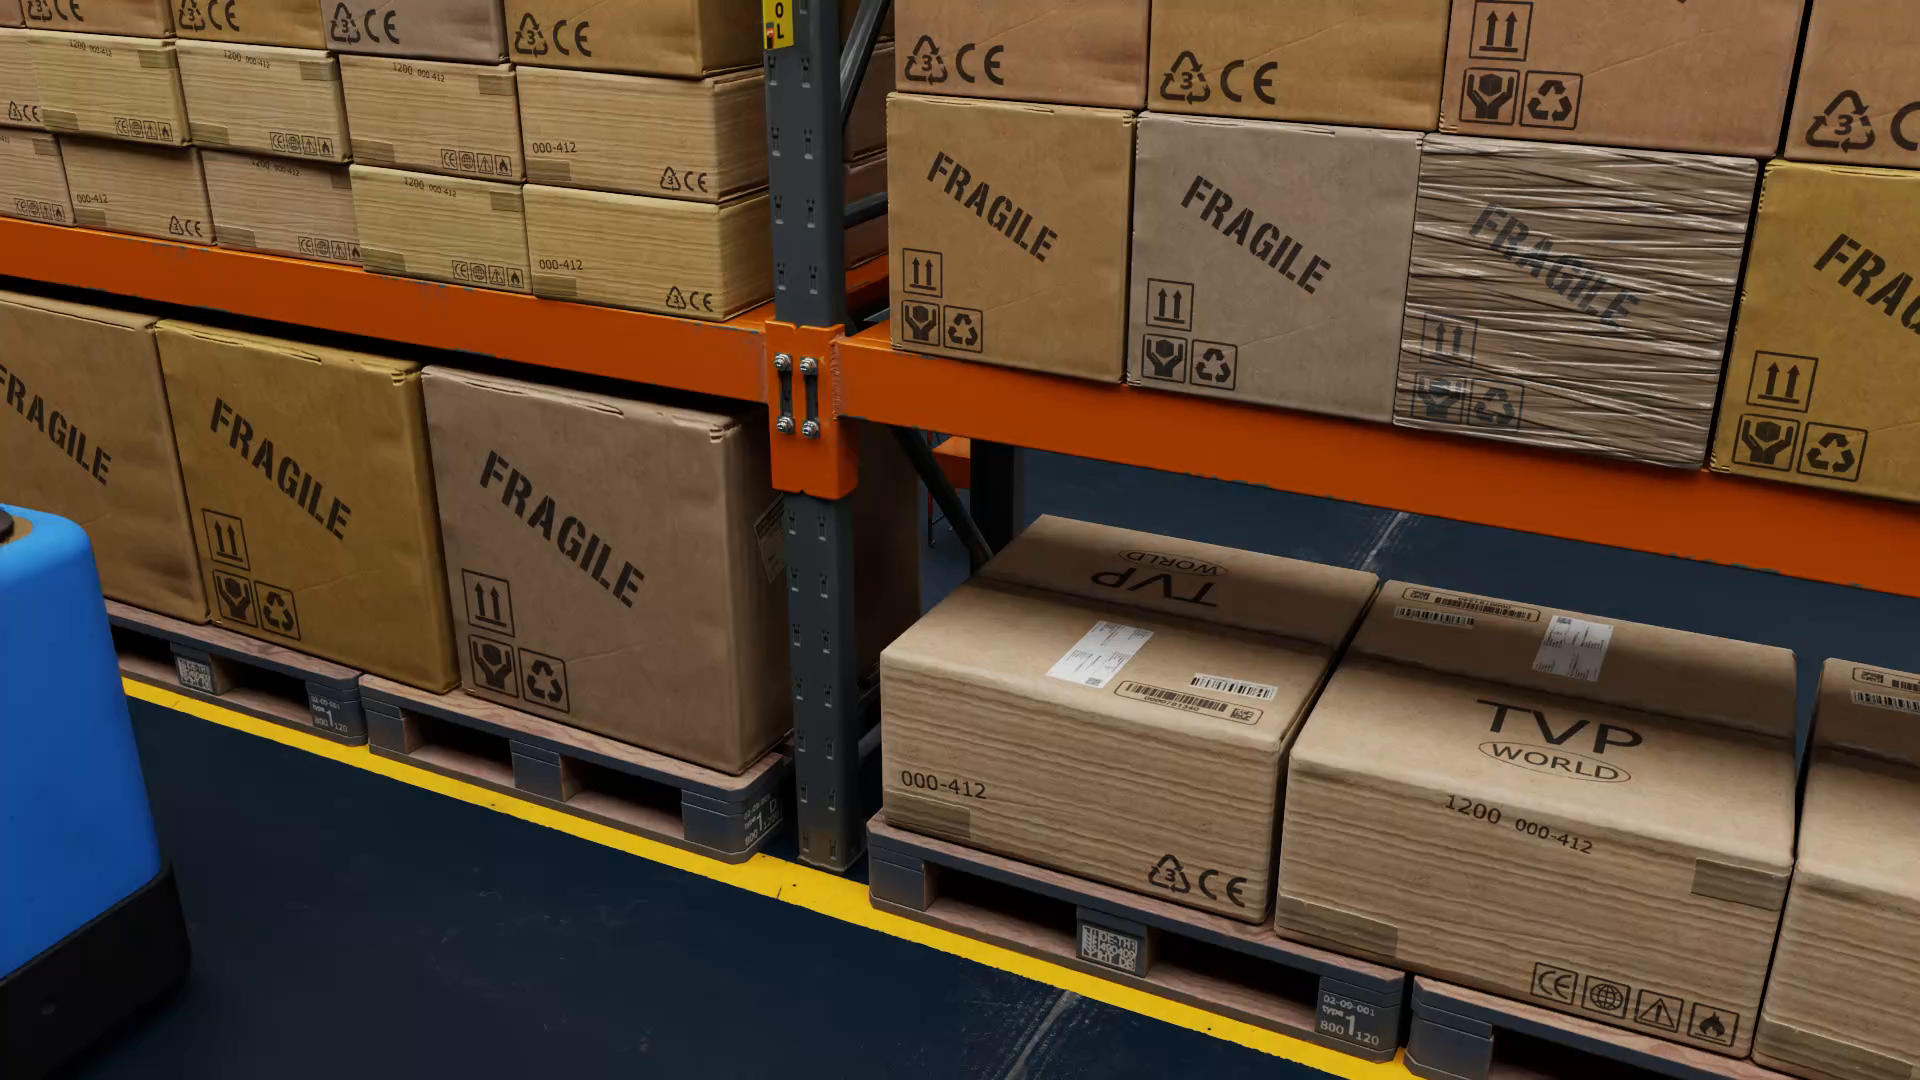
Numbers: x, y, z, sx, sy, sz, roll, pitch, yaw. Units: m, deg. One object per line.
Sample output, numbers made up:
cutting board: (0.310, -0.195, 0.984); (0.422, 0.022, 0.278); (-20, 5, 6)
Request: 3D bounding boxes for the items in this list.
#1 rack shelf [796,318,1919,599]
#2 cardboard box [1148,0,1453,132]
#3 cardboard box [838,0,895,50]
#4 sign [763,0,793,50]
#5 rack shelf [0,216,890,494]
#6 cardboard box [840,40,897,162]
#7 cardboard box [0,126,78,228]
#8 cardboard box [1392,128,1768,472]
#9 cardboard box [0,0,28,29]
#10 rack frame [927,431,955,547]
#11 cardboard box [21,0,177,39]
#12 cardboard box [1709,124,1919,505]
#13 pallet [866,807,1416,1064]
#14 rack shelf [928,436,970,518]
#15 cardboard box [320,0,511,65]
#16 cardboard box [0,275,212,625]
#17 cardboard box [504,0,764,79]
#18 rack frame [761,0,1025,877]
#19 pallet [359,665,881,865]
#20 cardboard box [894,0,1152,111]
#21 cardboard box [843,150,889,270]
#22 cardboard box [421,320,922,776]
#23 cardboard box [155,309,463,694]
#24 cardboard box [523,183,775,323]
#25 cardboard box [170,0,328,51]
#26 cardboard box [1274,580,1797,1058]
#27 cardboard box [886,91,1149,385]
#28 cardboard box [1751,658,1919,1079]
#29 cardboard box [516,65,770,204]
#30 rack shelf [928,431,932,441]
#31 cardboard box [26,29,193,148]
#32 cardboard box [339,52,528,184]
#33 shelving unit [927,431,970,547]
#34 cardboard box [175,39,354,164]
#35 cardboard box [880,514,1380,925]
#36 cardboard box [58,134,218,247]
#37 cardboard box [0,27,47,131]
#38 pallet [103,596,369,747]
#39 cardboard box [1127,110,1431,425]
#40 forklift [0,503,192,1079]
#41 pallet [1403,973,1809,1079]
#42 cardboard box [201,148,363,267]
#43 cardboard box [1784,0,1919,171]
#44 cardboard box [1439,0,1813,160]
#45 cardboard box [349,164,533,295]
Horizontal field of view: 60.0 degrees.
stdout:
rack shelf: (1.681, -0.093, 3.054); (4.000, 0.370, 1.077); (11, 25, 25)
cardboard box: (0.660, -1.023, 2.917); (0.500, 0.500, 0.500); (11, 25, 24)
cardboard box: (-0.367, -1.461, 3.947); (0.500, 0.500, 0.500); (12, 26, 25)
sign: (-0.340, -1.082, 3.083); (0.005, 0.325, 0.100); (11, 25, 25)
rack shelf: (-1.889, -0.799, 4.715); (4.000, 0.370, 1.077); (11, 25, 25)
cardboard box: (-0.369, -1.114, 4.089); (0.500, 0.250, 0.500); (10, 25, 23)
cardboard box: (-2.418, -1.061, 4.603); (0.500, 0.250, 0.500); (12, 26, 26)
cardboard box: (1.085, -0.468, 2.890); (0.500, 0.500, 0.500); (11, 26, 25)
cardboard box: (-2.442, -1.636, 4.358); (0.500, 0.500, 0.500); (12, 26, 26)
rack frame: (-0.061, -0.495, 5.573); (0.008, 1.050, 0.200); (11, 25, 25)
cardboard box: (-1.993, -1.545, 4.146); (0.500, 0.500, 0.500); (12, 26, 25)
cardboard box: (1.545, -0.377, 2.676); (0.500, 0.500, 0.500); (12, 26, 26)
pallet: (0.540, 0.668, 3.909); (1.213, 0.211, 1.003); (11, 25, 25)
rack shelf: (0.048, -0.208, 5.635); (0.240, 0.259, 0.215); (11, 25, 25)
cardboard box: (-1.081, -1.363, 3.717); (0.500, 0.500, 0.500); (12, 26, 26)
cardboard box: (-2.300, -0.389, 5.009); (0.875, 0.875, 0.875); (12, 26, 25)
cardboard box: (-0.616, -1.274, 3.508); (0.500, 0.500, 0.500); (12, 26, 26)
rack frame: (-0.104, -0.777, 3.744); (0.127, 3.000, 1.000); (11, 25, 25)
pallet: (-0.826, 0.397, 4.548); (1.213, 0.211, 1.003); (11, 25, 25)
cardboard box: (0.212, -1.114, 3.132); (0.500, 0.500, 0.500); (11, 26, 25)
cardboard box: (-0.377, -0.878, 4.173); (0.500, 0.250, 0.500); (11, 25, 23)
cardboard box: (-0.693, -0.074, 4.269); (0.875, 0.875, 0.875); (12, 26, 26)
cardboard box: (-1.503, -0.231, 4.638); (0.875, 0.875, 0.875); (12, 26, 26)
cardboard box: (-0.618, -0.699, 3.752); (0.500, 0.250, 0.500); (11, 25, 23)
cardboard box: (-1.524, -1.459, 3.943); (0.500, 0.500, 0.500); (12, 26, 26)
cardboard box: (1.207, 0.515, 3.443); (0.875, 0.438, 0.875); (10, 25, 23)
cardboard box: (0.197, -0.648, 3.314); (0.500, 0.500, 0.500); (12, 26, 26)
cardboard box: (2.011, 0.675, 3.067); (0.875, 0.438, 0.875); (12, 26, 26)
cardboard box: (-0.607, -0.931, 3.659); (0.500, 0.250, 0.500); (11, 25, 24)
rack shelf: (0.048, -0.464, 5.526); (0.240, 0.259, 0.215); (11, 25, 25)
cardboard box: (-1.986, -1.190, 4.269); (0.500, 0.250, 0.500); (12, 26, 25)
cardboard box: (-1.056, -1.016, 3.860); (0.500, 0.250, 0.500); (12, 26, 26)
shelving unit: (0.048, -0.474, 5.522); (0.252, 1.050, 0.215); (11, 25, 25)
cardboard box: (-1.521, -1.106, 4.070); (0.500, 0.250, 0.500); (12, 26, 26)
cardboard box: (0.408, 0.357, 3.814); (0.875, 0.438, 0.875); (11, 25, 24)
cardboard box: (-1.976, -0.975, 4.401); (0.500, 0.250, 0.500); (11, 25, 25)
cardboard box: (-2.433, -1.284, 4.490); (0.500, 0.250, 0.500); (11, 25, 24)
pallet: (-1.919, 0.182, 5.053); (1.213, 0.211, 1.003); (11, 25, 25)
cardboard box: (0.644, -0.558, 3.102); (0.500, 0.500, 0.500); (11, 26, 25)
forklift: (-3.172, -0.459, 3.083); (3.031, 2.935, 1.130); (10, 25, 22)
pallet: (1.632, 0.883, 3.404); (1.213, 0.211, 1.003); (11, 25, 25)
cardboard box: (-1.513, -0.885, 4.190); (0.500, 0.250, 0.500); (10, 25, 23)
cardboard box: (1.561, -0.839, 2.484); (0.500, 0.500, 0.500); (11, 25, 24)
cardboard box: (1.112, -0.928, 2.695); (0.500, 0.500, 0.500); (12, 26, 26)
cardboard box: (-1.072, -0.789, 3.965); (0.500, 0.250, 0.500); (11, 25, 24)
